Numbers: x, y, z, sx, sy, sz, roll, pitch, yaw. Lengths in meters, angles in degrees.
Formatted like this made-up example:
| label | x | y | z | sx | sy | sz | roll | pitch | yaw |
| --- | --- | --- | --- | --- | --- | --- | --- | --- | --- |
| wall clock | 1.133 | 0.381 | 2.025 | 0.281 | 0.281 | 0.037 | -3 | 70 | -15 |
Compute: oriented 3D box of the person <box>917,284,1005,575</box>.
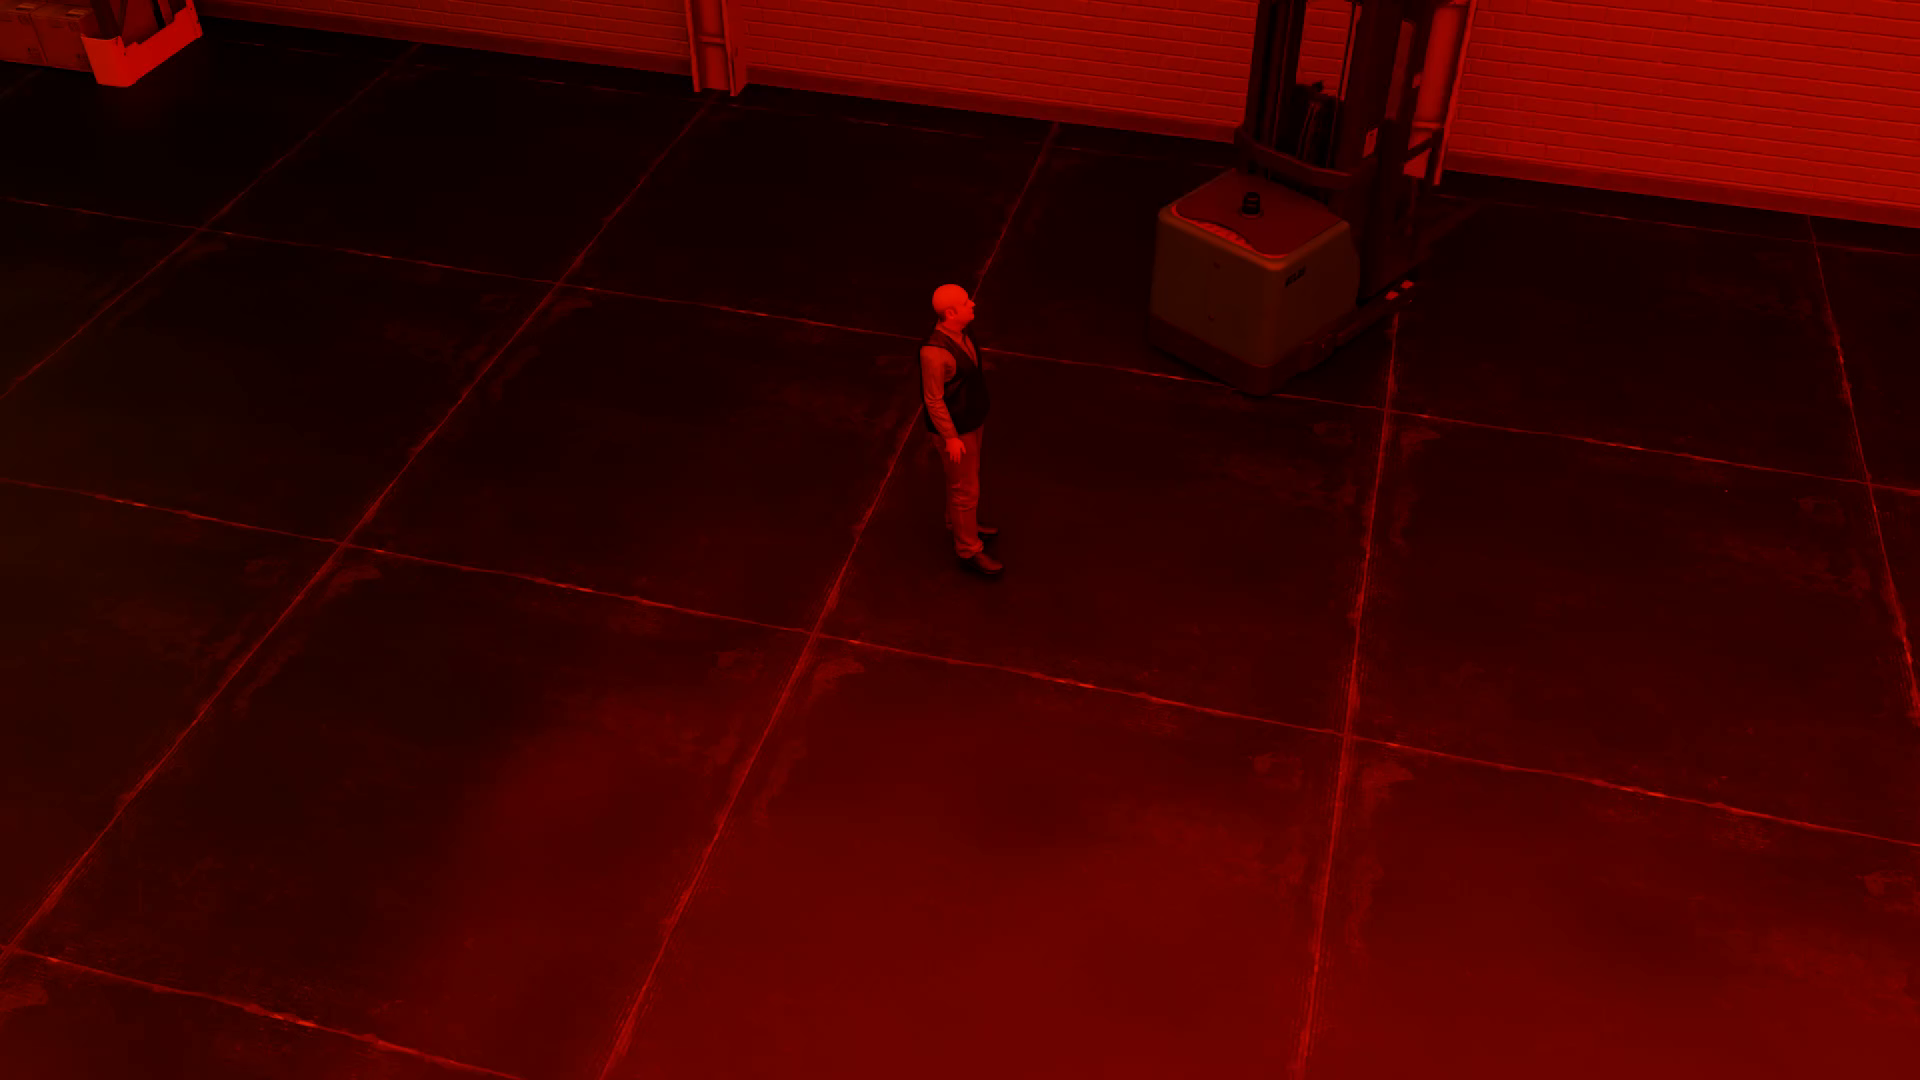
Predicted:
| label | x | y | z | sx | sy | sz | roll | pitch | yaw |
| --- | --- | --- | --- | --- | --- | --- | --- | --- | --- |
| person | 0.059 | -0.668 | 9.469 | 0.565 | 1.722 | 0.633 | 10 | 42 | 11 |

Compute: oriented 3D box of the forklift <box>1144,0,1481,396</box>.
| label | x | y | z | sx | sy | sz | roll | pitch | yaw |
| --- | --- | --- | --- | --- | --- | --- | --- | --- | --- |
| forklift | 2.675 | -2.933 | 11.207 | 1.130 | 2.935 | 3.031 | 33 | 51 | 32 |
